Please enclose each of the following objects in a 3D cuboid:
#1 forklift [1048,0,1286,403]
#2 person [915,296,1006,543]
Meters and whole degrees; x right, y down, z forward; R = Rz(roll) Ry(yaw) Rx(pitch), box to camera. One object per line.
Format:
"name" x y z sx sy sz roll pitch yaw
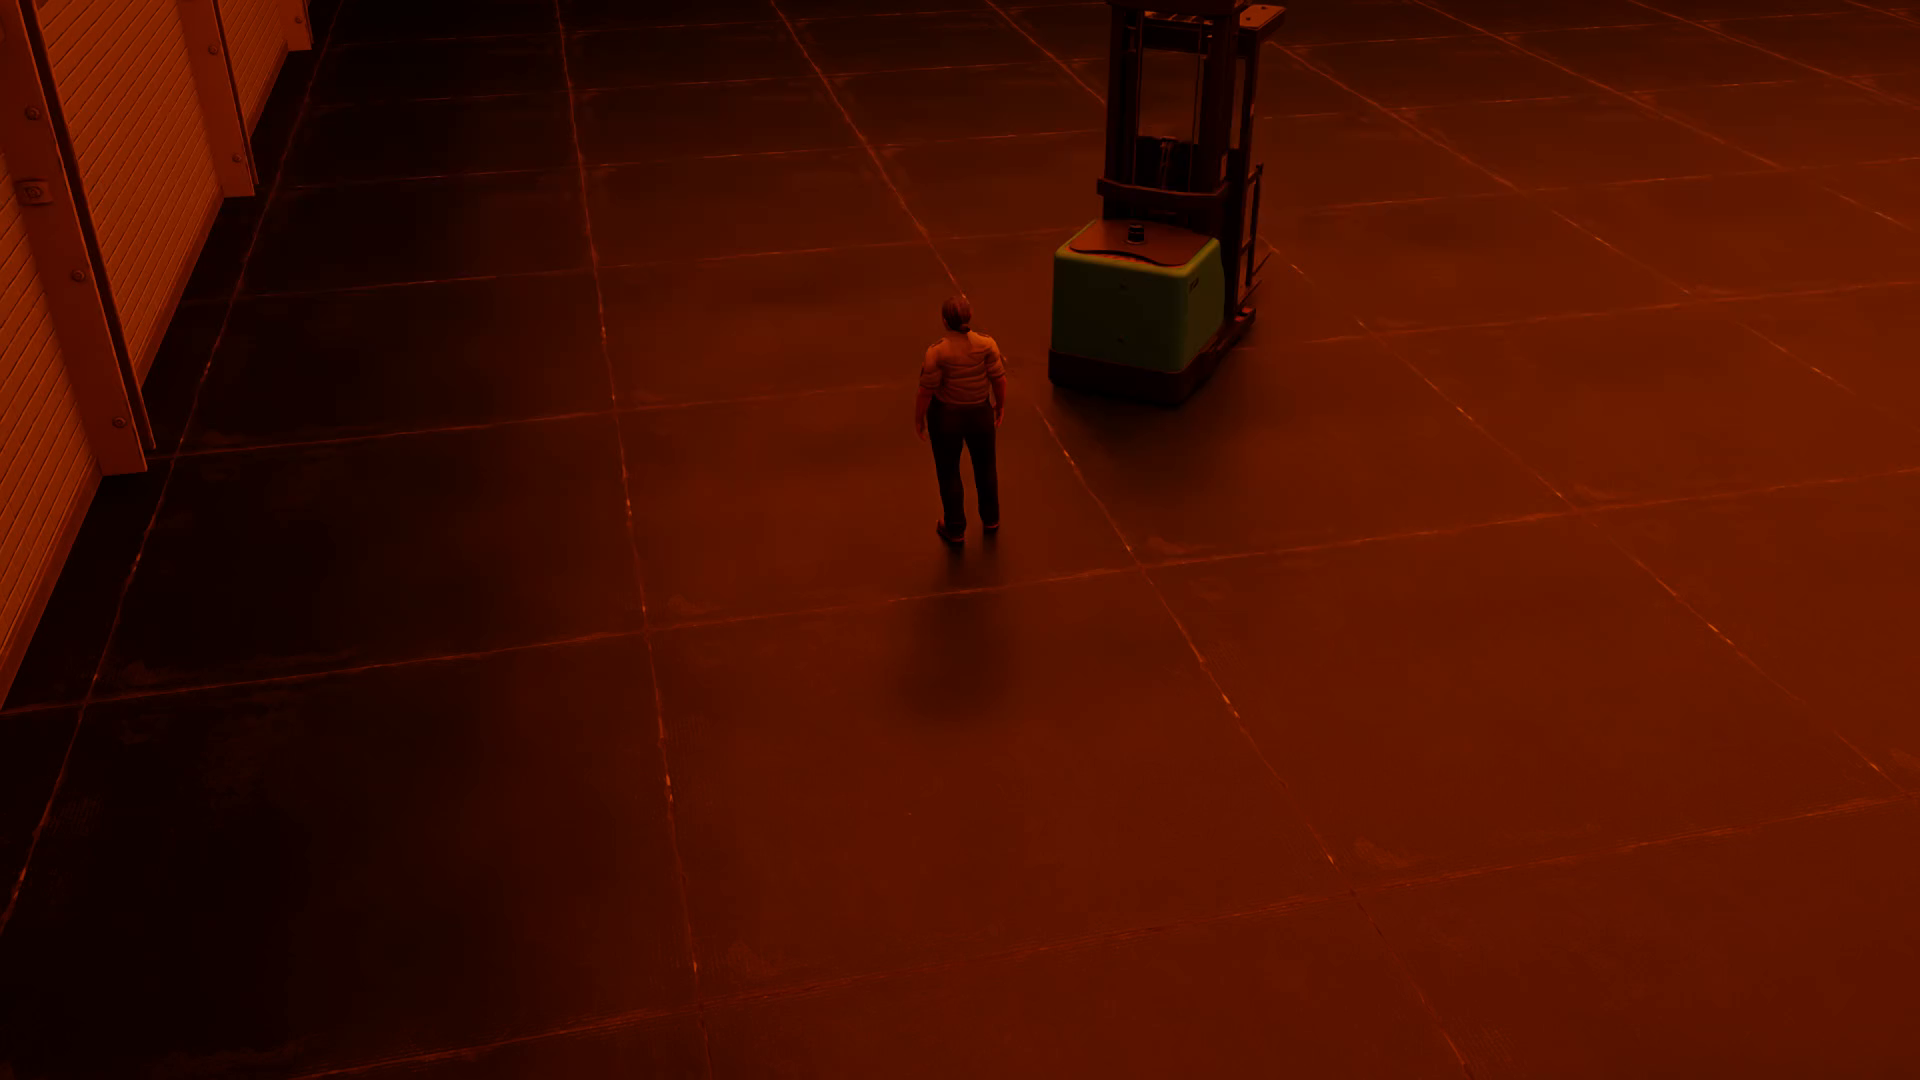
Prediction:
"forklift" 1.747 -2.978 12.719 1.130 2.935 3.031 13 33 22
"person" 0.002 -0.761 10.167 0.598 1.641 0.502 -7 31 -12
